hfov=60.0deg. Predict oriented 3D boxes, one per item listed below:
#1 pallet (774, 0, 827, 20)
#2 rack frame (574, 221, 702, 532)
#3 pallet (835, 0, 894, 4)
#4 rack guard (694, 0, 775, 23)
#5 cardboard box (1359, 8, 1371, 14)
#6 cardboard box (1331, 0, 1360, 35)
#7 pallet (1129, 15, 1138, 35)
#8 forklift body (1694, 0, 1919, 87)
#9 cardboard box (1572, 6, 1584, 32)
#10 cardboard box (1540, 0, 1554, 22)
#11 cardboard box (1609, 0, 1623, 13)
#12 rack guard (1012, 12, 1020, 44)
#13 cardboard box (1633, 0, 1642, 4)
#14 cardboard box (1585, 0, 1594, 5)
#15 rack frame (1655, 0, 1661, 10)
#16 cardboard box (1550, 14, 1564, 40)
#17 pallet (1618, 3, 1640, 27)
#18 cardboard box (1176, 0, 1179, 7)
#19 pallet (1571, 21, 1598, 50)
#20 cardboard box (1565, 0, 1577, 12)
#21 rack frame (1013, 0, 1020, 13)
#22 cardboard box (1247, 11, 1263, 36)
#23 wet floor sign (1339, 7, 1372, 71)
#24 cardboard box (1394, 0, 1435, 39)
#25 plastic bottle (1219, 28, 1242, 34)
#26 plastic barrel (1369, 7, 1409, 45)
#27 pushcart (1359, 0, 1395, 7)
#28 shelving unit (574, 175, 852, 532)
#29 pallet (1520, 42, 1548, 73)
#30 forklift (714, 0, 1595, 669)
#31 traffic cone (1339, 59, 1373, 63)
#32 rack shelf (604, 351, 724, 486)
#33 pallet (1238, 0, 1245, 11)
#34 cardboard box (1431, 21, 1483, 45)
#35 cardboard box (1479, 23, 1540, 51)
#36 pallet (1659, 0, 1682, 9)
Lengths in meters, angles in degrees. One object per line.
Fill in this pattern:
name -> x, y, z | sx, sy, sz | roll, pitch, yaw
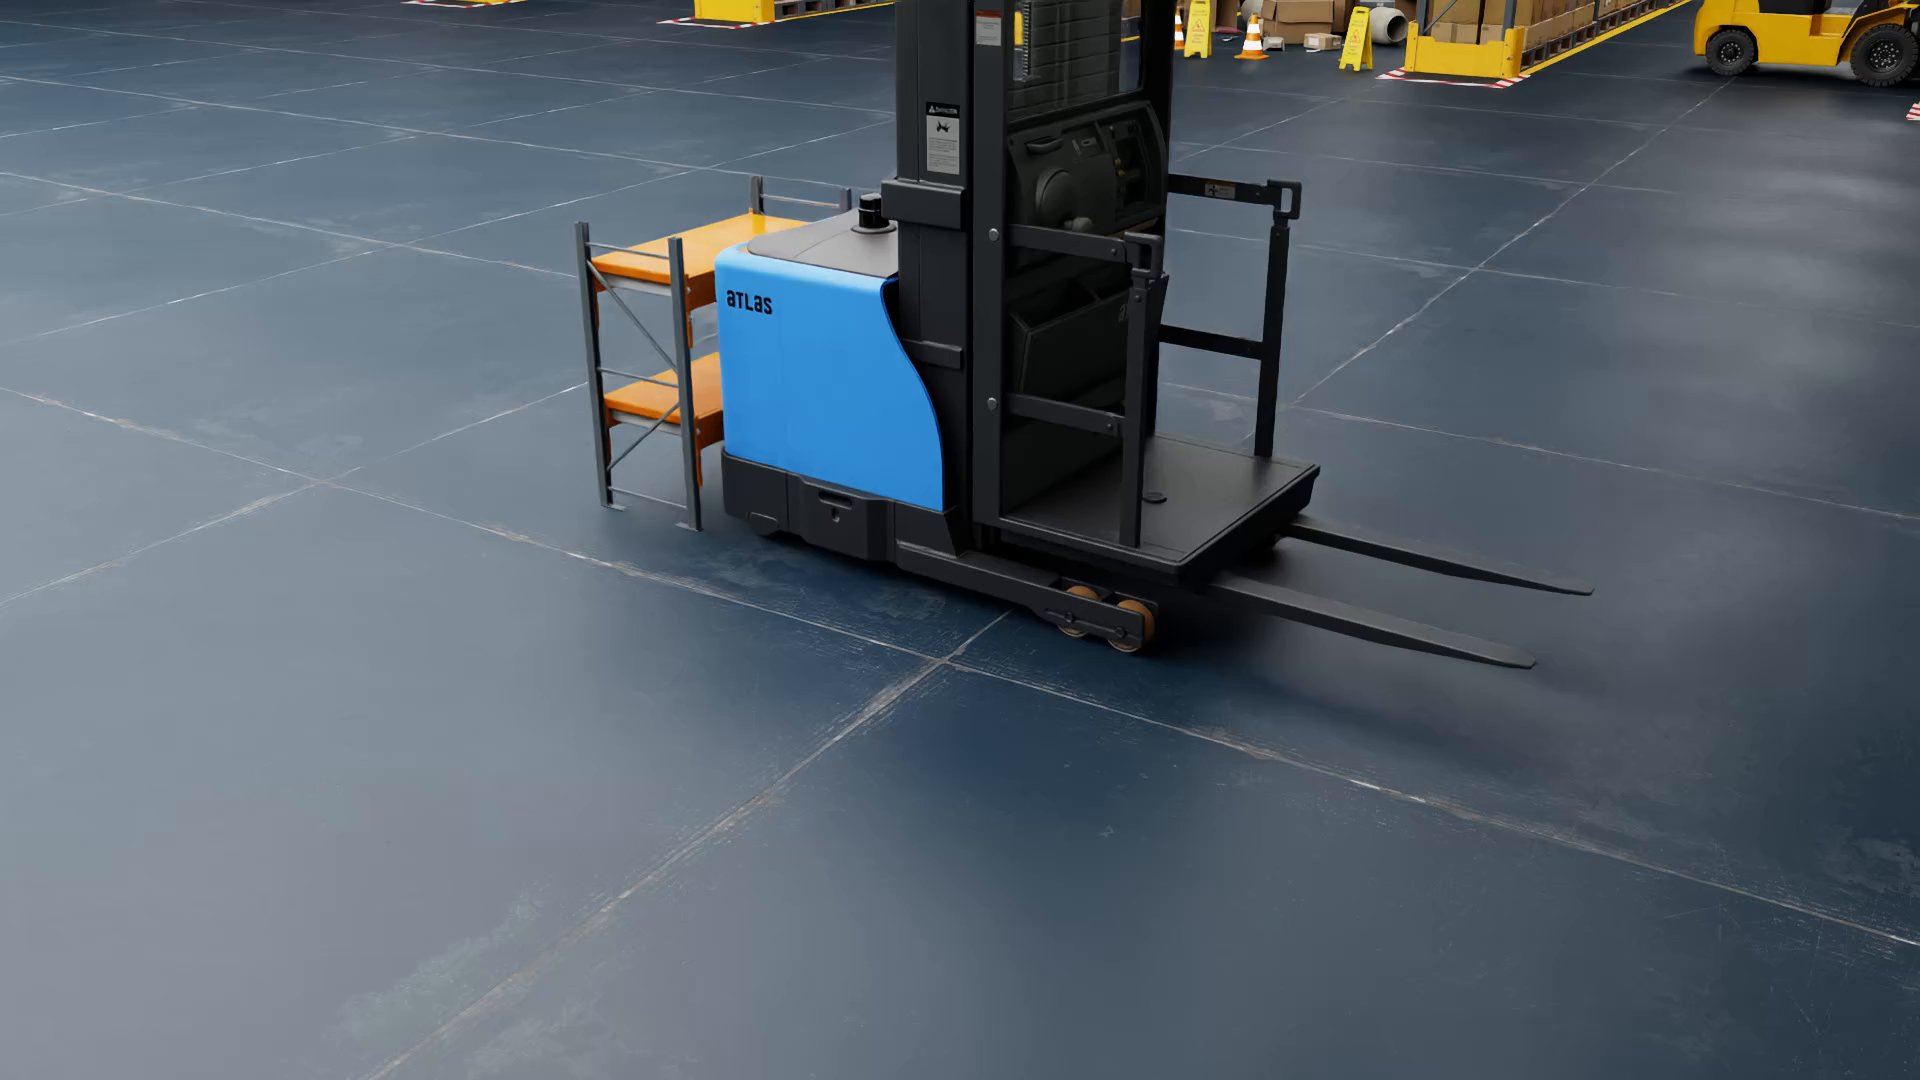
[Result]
pallet -> -2.600, -7.437, 23.164 | 1.003, 0.211, 1.213 | 14, 27, 29
rack frame -> -1.202, -0.605, 6.230 | 0.500, 1.125, 0.032 | 14, 27, 30
pallet -> -1.313, -8.261, 25.067 | 1.003, 0.211, 1.213 | 14, 27, 29
rack guard -> -3.059, -7.303, 22.491 | 1.175, 0.500, 0.348 | 14, 27, 29
cardboard box -> 5.177, -6.618, 21.203 | 0.258, 0.266, 0.396 | -3, 24, -7
cardboard box -> 4.582, -6.705, 20.935 | 0.797, 0.637, 0.503 | 14, 27, 29
pallet -> 2.061, -6.768, 21.618 | 1.003, 0.211, 1.213 | 14, 27, 29
forklift body -> 8.990, -5.942, 17.268 | 2.313, 2.155, 1.214 | 14, 27, 29
cardboard box -> 7.074, -6.191, 19.708 | 0.500, 0.250, 0.500 | 13, 27, 28
cardboard box -> 6.265, -6.023, 18.375 | 0.500, 0.500, 0.500 | 13, 26, 27
cardboard box -> 8.081, -7.106, 21.667 | 0.950, 0.372, 0.625 | 16, 28, 32
rack guard -> 1.049, -6.196, 19.933 | 1.175, 0.500, 0.348 | 14, 27, 29
cardboard box -> 8.851, -7.595, 22.799 | 0.950, 0.372, 0.625 | 13, 27, 28
cardboard box -> 7.346, -6.717, 19.979 | 0.500, 0.500, 0.500 | 13, 27, 28
rack frame -> 9.540, -9.048, 23.375 | 1.000, 3.000, 0.127 | 14, 27, 29
cardboard box -> 6.533, -5.851, 18.921 | 0.500, 0.250, 0.500 | 16, 28, 32
pallet -> 8.482, -7.095, 22.373 | 1.003, 0.211, 1.213 | 14, 27, 29
cardboard box -> 2.308, -7.416, 21.751 | 0.875, 0.875, 0.875 | 14, 27, 29
pallet -> 7.106, -6.184, 20.270 | 1.003, 0.211, 1.213 | 14, 27, 29
cardboard box -> 6.811, -6.373, 19.183 | 0.500, 0.500, 0.500 | 15, 28, 32
rack frame -> 1.062, -7.351, 19.455 | 1.000, 3.000, 0.127 | 14, 27, 29
cardboard box -> 3.830, -6.480, 20.885 | 0.396, 0.266, 0.258 | 20, 30, 38
wet floor sign -> 4.311, -5.428, 17.975 | 0.232, 0.644, 0.267 | -17, 29, -35
cardboard box -> 5.709, -6.475, 20.576 | 0.500, 0.500, 0.500 | -7, 24, -17
plastic bottle -> 3.431, -6.447, 21.065 | 0.283, 0.061, 0.133 | 5, 24, 11
plastic barrel -> 5.124, -6.180, 19.993 | 0.421, 0.421, 0.512 | -7, 24, -17
pushcart -> 5.467, -6.955, 21.842 | 1.648, 0.377, 0.936 | 5, 24, 11
shelving unit -> -0.928, -0.775, 6.623 | 0.538, 1.125, 1.048 | 14, 27, 30
pallet -> 5.819, -5.361, 18.367 | 1.003, 0.211, 1.213 | 14, 27, 29
forklift -> 0.603, -1.220, 5.378 | 3.031, 2.935, 1.130 | 15, 28, 31
traffic cone -> 4.451, -5.599, 18.601 | 0.336, 0.463, 0.334 | 14, 27, 29
rack shelf -> -0.928, -0.550, 6.720 | 0.538, 0.278, 1.000 | 14, 27, 30
pallet -> 3.515, -7.698, 23.766 | 1.003, 0.211, 1.213 | 14, 27, 29
cardboard box -> 5.531, -5.616, 18.380 | 0.500, 0.250, 0.500 | 14, 27, 29
cardboard box -> 5.981, -5.493, 18.096 | 0.500, 0.250, 0.500 | 14, 27, 29
pallet -> 10.020, -8.019, 24.507 | 1.003, 0.211, 1.213 | 14, 27, 29
